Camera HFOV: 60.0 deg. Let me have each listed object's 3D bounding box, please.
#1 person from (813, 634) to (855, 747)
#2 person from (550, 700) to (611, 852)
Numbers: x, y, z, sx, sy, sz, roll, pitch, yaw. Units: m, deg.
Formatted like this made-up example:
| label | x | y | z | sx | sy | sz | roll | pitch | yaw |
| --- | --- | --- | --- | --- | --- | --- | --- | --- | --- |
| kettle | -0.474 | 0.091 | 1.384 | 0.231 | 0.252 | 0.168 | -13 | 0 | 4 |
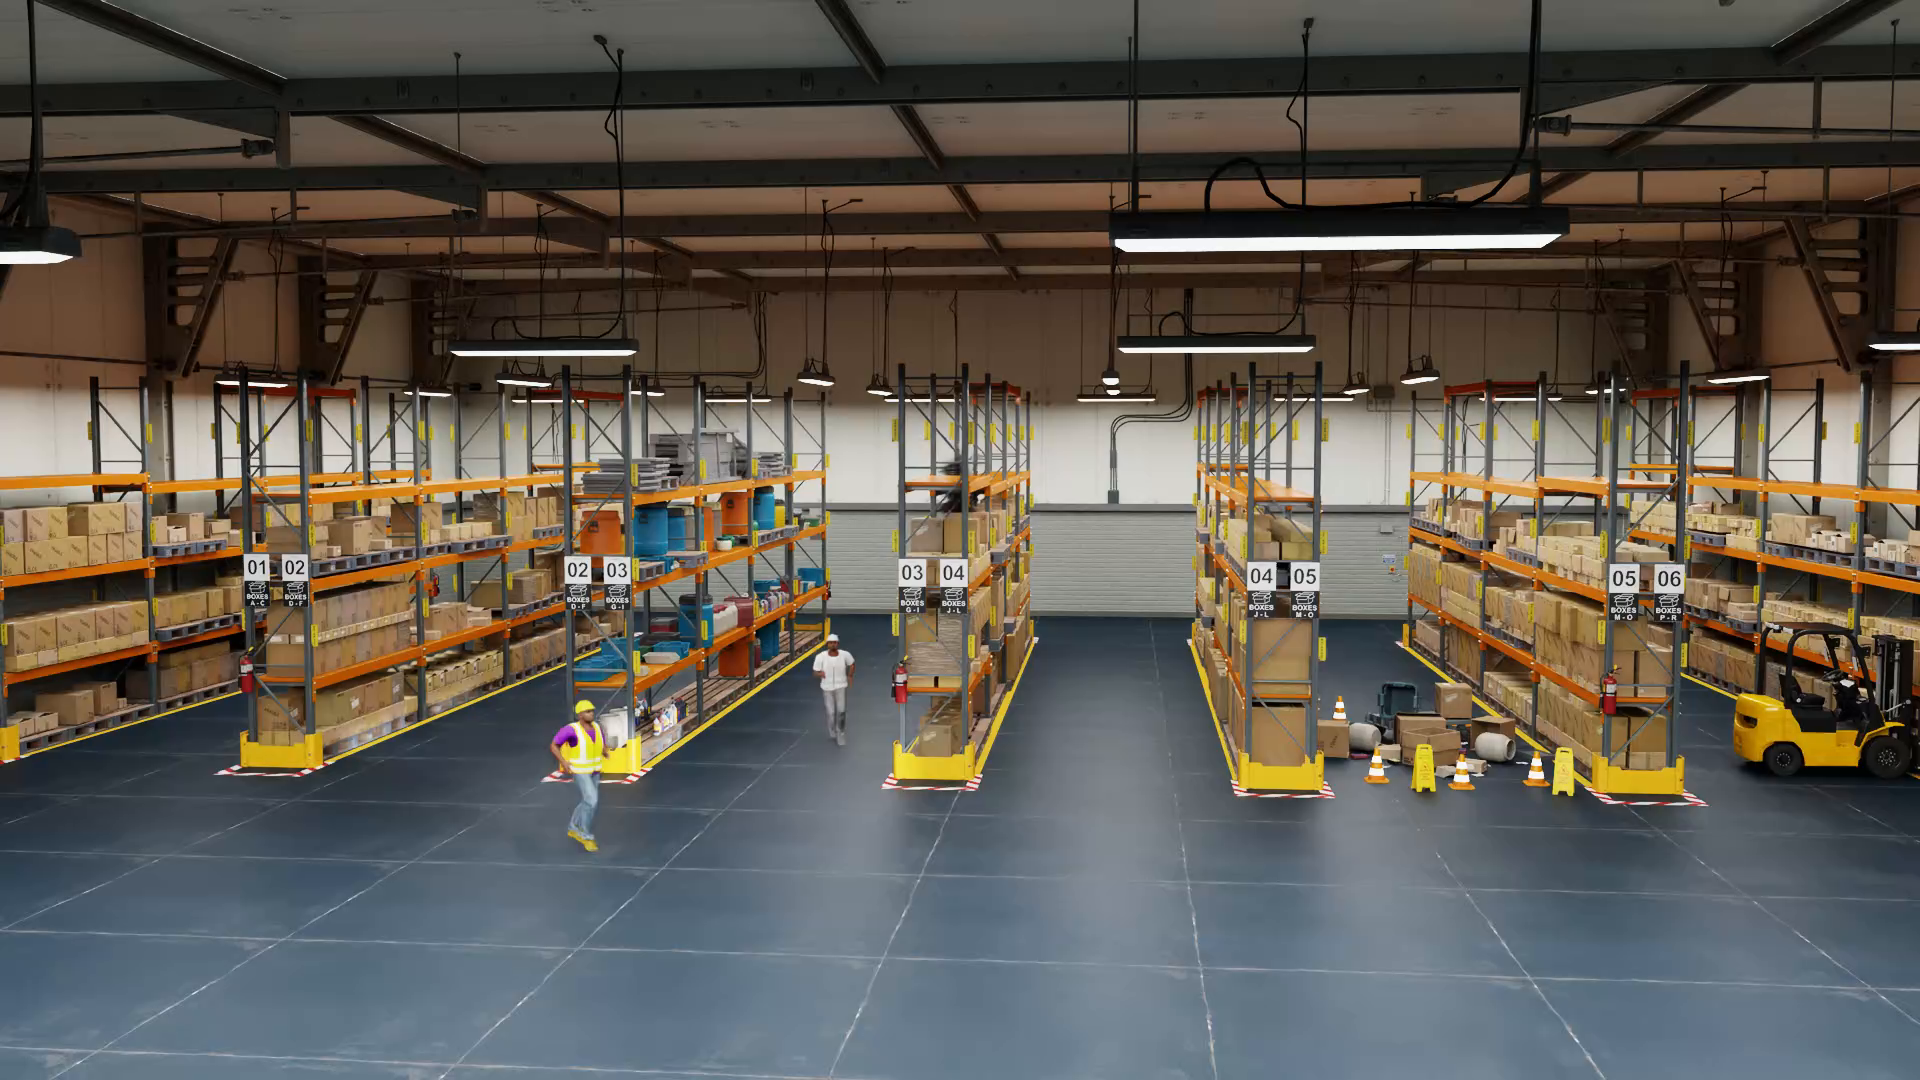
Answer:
| label | x | y | z | sx | sy | sz | roll | pitch | yaw |
| --- | --- | --- | --- | --- | --- | --- | --- | --- | --- |
| person | -2.022 | 2.408 | 26.682 | 0.671 | 1.804 | 0.736 | 0 | 4 | -2 |
| person | -4.528 | 2.847 | 20.095 | 0.670 | 1.837 | 0.695 | 2 | 4 | 32 |
